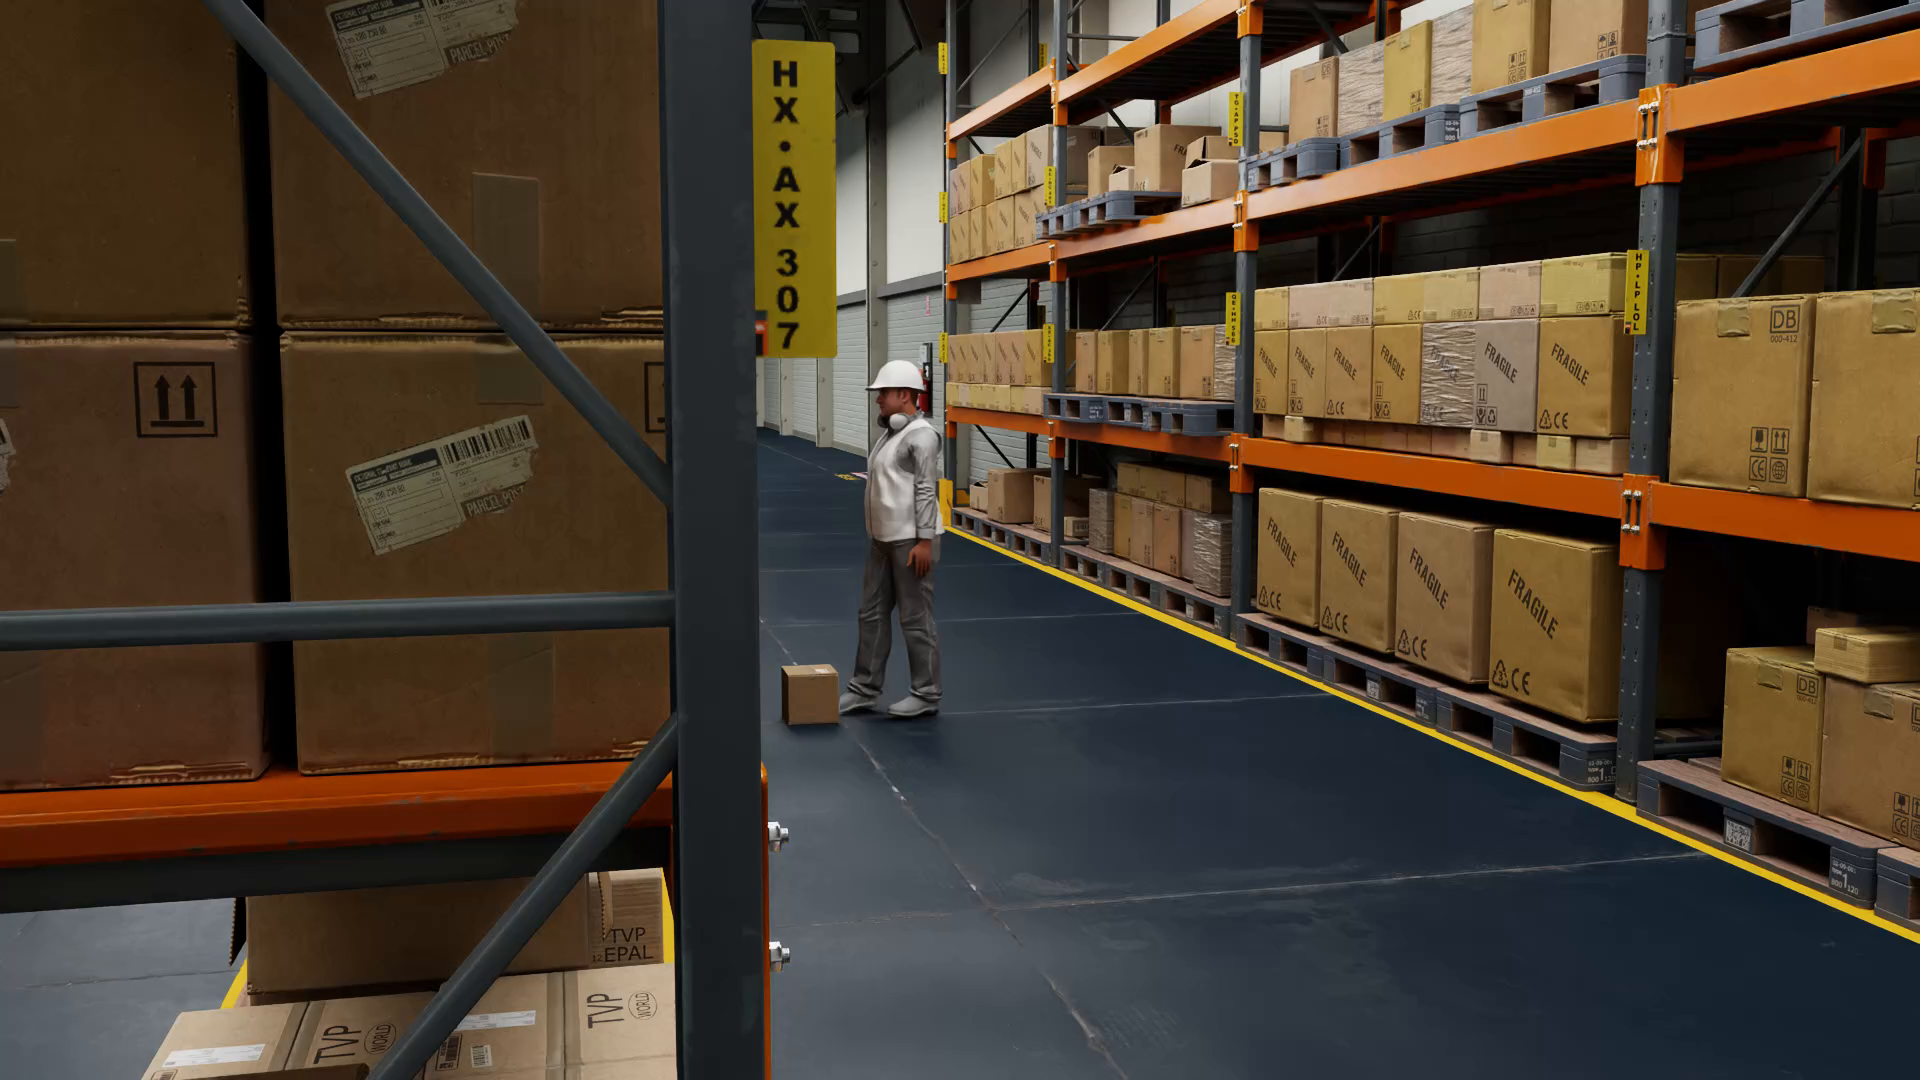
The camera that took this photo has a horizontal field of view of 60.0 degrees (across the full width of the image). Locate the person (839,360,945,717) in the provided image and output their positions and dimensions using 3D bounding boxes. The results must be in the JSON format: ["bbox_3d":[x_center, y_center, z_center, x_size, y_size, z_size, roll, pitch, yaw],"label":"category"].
[{"bbox_3d":[-0.365,0.003,8.268,0.572,1.783,0.573,-3,7,-25],"label":"person"}]
